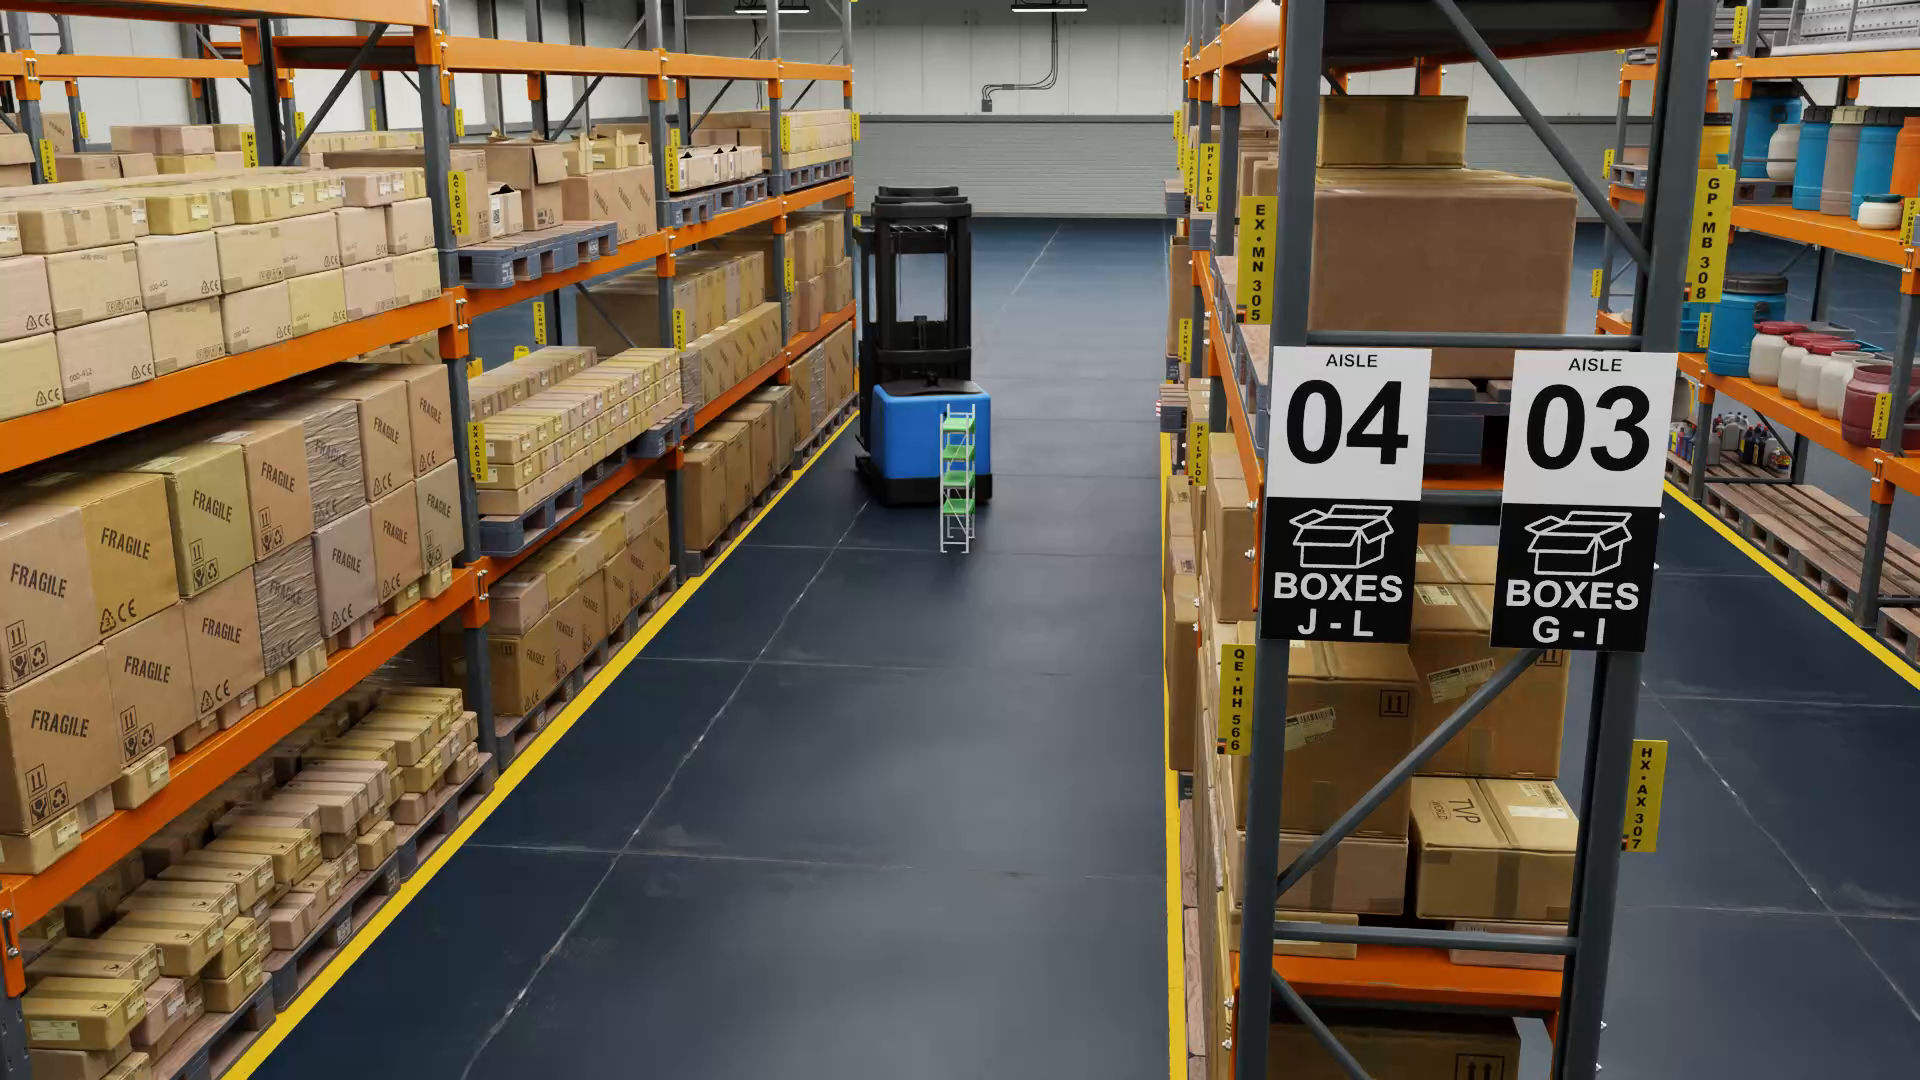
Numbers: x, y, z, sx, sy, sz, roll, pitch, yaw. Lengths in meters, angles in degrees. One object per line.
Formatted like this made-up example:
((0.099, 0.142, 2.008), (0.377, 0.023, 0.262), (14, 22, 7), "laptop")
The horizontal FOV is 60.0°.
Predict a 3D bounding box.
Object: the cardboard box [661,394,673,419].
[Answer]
((-2.337, -0.987, 12.241), (0.380, 0.149, 0.250), (2, 15, 6), "cardboard box")

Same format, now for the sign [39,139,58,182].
((-7.088, -2.948, 12.929), (0.100, 0.325, 0.005), (2, 15, 6), "sign")

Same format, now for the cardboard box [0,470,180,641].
((-3.246, 0.050, 6.055), (0.500, 0.500, 0.500), (2, 15, 8), "cardboard box")

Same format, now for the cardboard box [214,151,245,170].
((-7.171, -3.560, 15.816), (0.500, 0.250, 0.500), (2, 15, 7), "cardboard box")

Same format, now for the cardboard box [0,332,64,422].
((-3.306, -0.521, 5.382), (0.500, 0.250, 0.500), (2, 15, 8), "cardboard box")

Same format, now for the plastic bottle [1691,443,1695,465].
((7.308, -0.866, 16.479), (0.061, 0.283, 0.133), (2, 15, 9), "plastic bottle")

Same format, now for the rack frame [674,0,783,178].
((-2.257, -5.045, 16.078), (1.000, 3.000, 0.127), (2, 15, 6), "rack frame")

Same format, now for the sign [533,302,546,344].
((-3.260, -1.686, 12.931), (0.100, 0.325, 0.005), (2, 15, 6), "sign")

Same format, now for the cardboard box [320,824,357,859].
((-3.096, 1.386, 7.879), (0.380, 0.149, 0.250), (1, 15, 4), "cardboard box")

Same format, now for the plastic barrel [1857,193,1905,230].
((7.041, -2.511, 12.720), (0.301, 0.262, 0.301), (0, 15, 0), "plastic barrel")

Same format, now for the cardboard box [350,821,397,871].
((-2.982, 1.480, 8.099), (0.380, 0.149, 0.250), (2, 15, 6), "cardboard box")

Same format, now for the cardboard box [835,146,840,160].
((-1.593, -4.470, 19.185), (0.380, 0.149, 0.250), (2, 15, 7), "cardboard box")

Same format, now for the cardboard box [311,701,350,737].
((-3.494, 0.966, 8.862), (0.380, 0.149, 0.250), (2, 15, 9), "cardboard box")

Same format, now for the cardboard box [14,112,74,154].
((-11.476, -5.076, 20.754), (0.500, 0.500, 0.500), (2, 15, 8), "cardboard box")

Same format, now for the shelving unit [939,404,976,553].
((-0.019, -0.536, 14.347), (0.258, 1.200, 0.503), (2, 15, 6), "shelving unit")

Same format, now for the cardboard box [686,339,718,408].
((-2.335, -1.400, 13.901), (0.500, 0.500, 0.500), (2, 15, 6), "cardboard box")

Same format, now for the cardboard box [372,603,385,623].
((-3.067, 0.331, 8.173), (0.380, 0.149, 0.250), (1, 15, 5), "cardboard box")

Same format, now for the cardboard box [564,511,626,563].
((-2.644, -0.021, 11.542), (0.500, 0.250, 0.500), (2, 15, 8), "cardboard box")

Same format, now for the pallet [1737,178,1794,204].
((7.566, -3.377, 16.020), (1.213, 0.211, 1.003), (2, 15, 6), "pallet")

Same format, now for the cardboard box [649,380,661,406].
((-2.367, -1.057, 11.931), (0.380, 0.149, 0.250), (2, 15, 8), "cardboard box")

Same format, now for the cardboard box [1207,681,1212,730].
((1.219, 0.691, 6.841), (0.380, 0.149, 0.250), (1, 15, 5), "cardboard box")

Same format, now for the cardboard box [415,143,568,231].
((-2.855, -2.171, 10.195), (0.797, 0.503, 0.637), (1, 15, 6), "cardboard box")

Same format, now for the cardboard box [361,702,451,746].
((-2.931, 0.980, 8.809), (0.380, 0.149, 0.250), (2, 15, 7), "cardboard box")

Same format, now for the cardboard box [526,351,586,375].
((-2.981, -1.296, 12.245), (0.380, 0.149, 0.250), (1, 15, 5), "cardboard box")

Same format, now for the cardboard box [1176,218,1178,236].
((2.715, -3.424, 18.902), (0.500, 0.500, 0.500), (2, 15, 6), "cardboard box")

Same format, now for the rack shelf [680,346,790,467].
((-2.483, -1.283, 15.037), (1.077, 0.370, 4.000), (2, 15, 6), "rack shelf")

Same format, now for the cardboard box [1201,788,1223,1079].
((1.401, 1.555, 6.432), (0.875, 0.875, 0.875), (2, 15, 6), "cardboard box")

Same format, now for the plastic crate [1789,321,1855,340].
((7.831, -1.727, 15.178), (0.402, 0.464, 0.583), (2, 15, 6), "plastic crate")

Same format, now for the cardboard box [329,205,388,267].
((-3.029, -1.429, 7.782), (0.500, 0.250, 0.500), (1, 15, 4), "cardboard box")

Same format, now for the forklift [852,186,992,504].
((-0.478, -2.097, 16.801), (1.130, 2.935, 3.031), (-3, 15, -11), "forklift")

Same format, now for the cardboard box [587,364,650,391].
((-2.395, -1.137, 11.656), (0.380, 0.149, 0.250), (2, 15, 8), "cardboard box")

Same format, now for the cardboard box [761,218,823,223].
((-2.055, -3.398, 19.126), (0.875, 0.550, 0.550), (2, 15, 6), "cardboard box")

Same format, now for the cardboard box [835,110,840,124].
((-1.593, -4.853, 19.073), (0.380, 0.149, 0.250), (2, 15, 7), "cardboard box")

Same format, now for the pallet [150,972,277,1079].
((-3.476, 2.081, 6.563), (1.003, 0.211, 1.213), (2, 15, 6), "pallet")

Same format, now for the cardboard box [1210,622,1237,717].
((1.267, 0.533, 6.663), (0.500, 0.250, 0.500), (2, 15, 6), "cardboard box")

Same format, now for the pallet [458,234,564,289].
((-2.984, -1.588, 9.401), (1.213, 0.211, 1.003), (2, 15, 6), "pallet")

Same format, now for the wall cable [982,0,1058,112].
((1.821, -16.057, 50.288), (2.305, 6.003, 0.169), (2, 15, 6), "wall cable")

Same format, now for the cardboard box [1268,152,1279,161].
((1.729, -1.444, 7.321), (0.700, 0.500, 0.500), (1, 15, 3), "cardboard box")

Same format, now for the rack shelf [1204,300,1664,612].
((1.532, -0.483, 6.335), (1.077, 0.370, 4.000), (2, 15, 6), "rack shelf")

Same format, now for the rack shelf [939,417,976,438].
((-0.019, -0.938, 14.238), (0.258, 0.148, 0.480), (2, 15, 6), "rack shelf")

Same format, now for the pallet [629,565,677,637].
((-2.798, 0.438, 12.639), (1.003, 0.211, 1.213), (2, 15, 6), "pallet")

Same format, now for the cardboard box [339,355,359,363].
((-6.778, -1.994, 18.075), (0.380, 0.149, 0.250), (2, 15, 7), "cardboard box")

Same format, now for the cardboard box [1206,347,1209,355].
((2.110, -1.282, 11.544), (0.797, 0.503, 0.637), (2, 15, 8), "cardboard box")

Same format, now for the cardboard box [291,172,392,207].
((-2.929, -1.660, 7.875), (0.380, 0.149, 0.250), (2, 15, 6), "cardboard box")

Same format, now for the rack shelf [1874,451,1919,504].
((6.904, 0.073, 10.023), (1.077, 0.370, 4.000), (2, 15, 6), "rack shelf")

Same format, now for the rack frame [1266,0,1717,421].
((1.306, -1.760, 3.931), (1.000, 3.000, 0.127), (2, 15, 6), "rack frame")

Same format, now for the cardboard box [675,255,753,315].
((-2.363, -2.417, 15.747), (0.700, 0.500, 0.500), (1, 15, 5), "cardboard box")

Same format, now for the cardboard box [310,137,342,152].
((-6.788, -4.188, 17.612), (0.380, 0.149, 0.250), (1, 15, 4), "cardboard box")

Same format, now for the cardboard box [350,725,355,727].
((-3.518, 1.041, 9.154), (0.380, 0.149, 0.250), (2, 15, 9), "cardboard box")

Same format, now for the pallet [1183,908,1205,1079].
((1.459, 1.957, 7.020), (1.003, 0.211, 1.213), (2, 15, 6), "pallet")

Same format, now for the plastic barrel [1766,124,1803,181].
((7.825, -3.641, 15.615), (0.421, 0.512, 0.421), (0, 15, 0), "plastic barrel")

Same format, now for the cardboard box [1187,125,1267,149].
((2.509, -3.558, 15.324), (0.797, 0.503, 0.637), (1, 15, 3), "cardboard box")

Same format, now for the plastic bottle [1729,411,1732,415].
((8.266, -1.249, 17.895), (0.061, 0.283, 0.133), (2, 15, 8), "plastic bottle")

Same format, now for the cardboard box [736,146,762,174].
((-2.178, -3.587, 15.726), (0.500, 0.250, 0.500), (2, 15, 7), "cardboard box")

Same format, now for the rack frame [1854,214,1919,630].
((7.130, -0.793, 11.848), (1.000, 3.000, 0.127), (2, 15, 6), "rack frame")
